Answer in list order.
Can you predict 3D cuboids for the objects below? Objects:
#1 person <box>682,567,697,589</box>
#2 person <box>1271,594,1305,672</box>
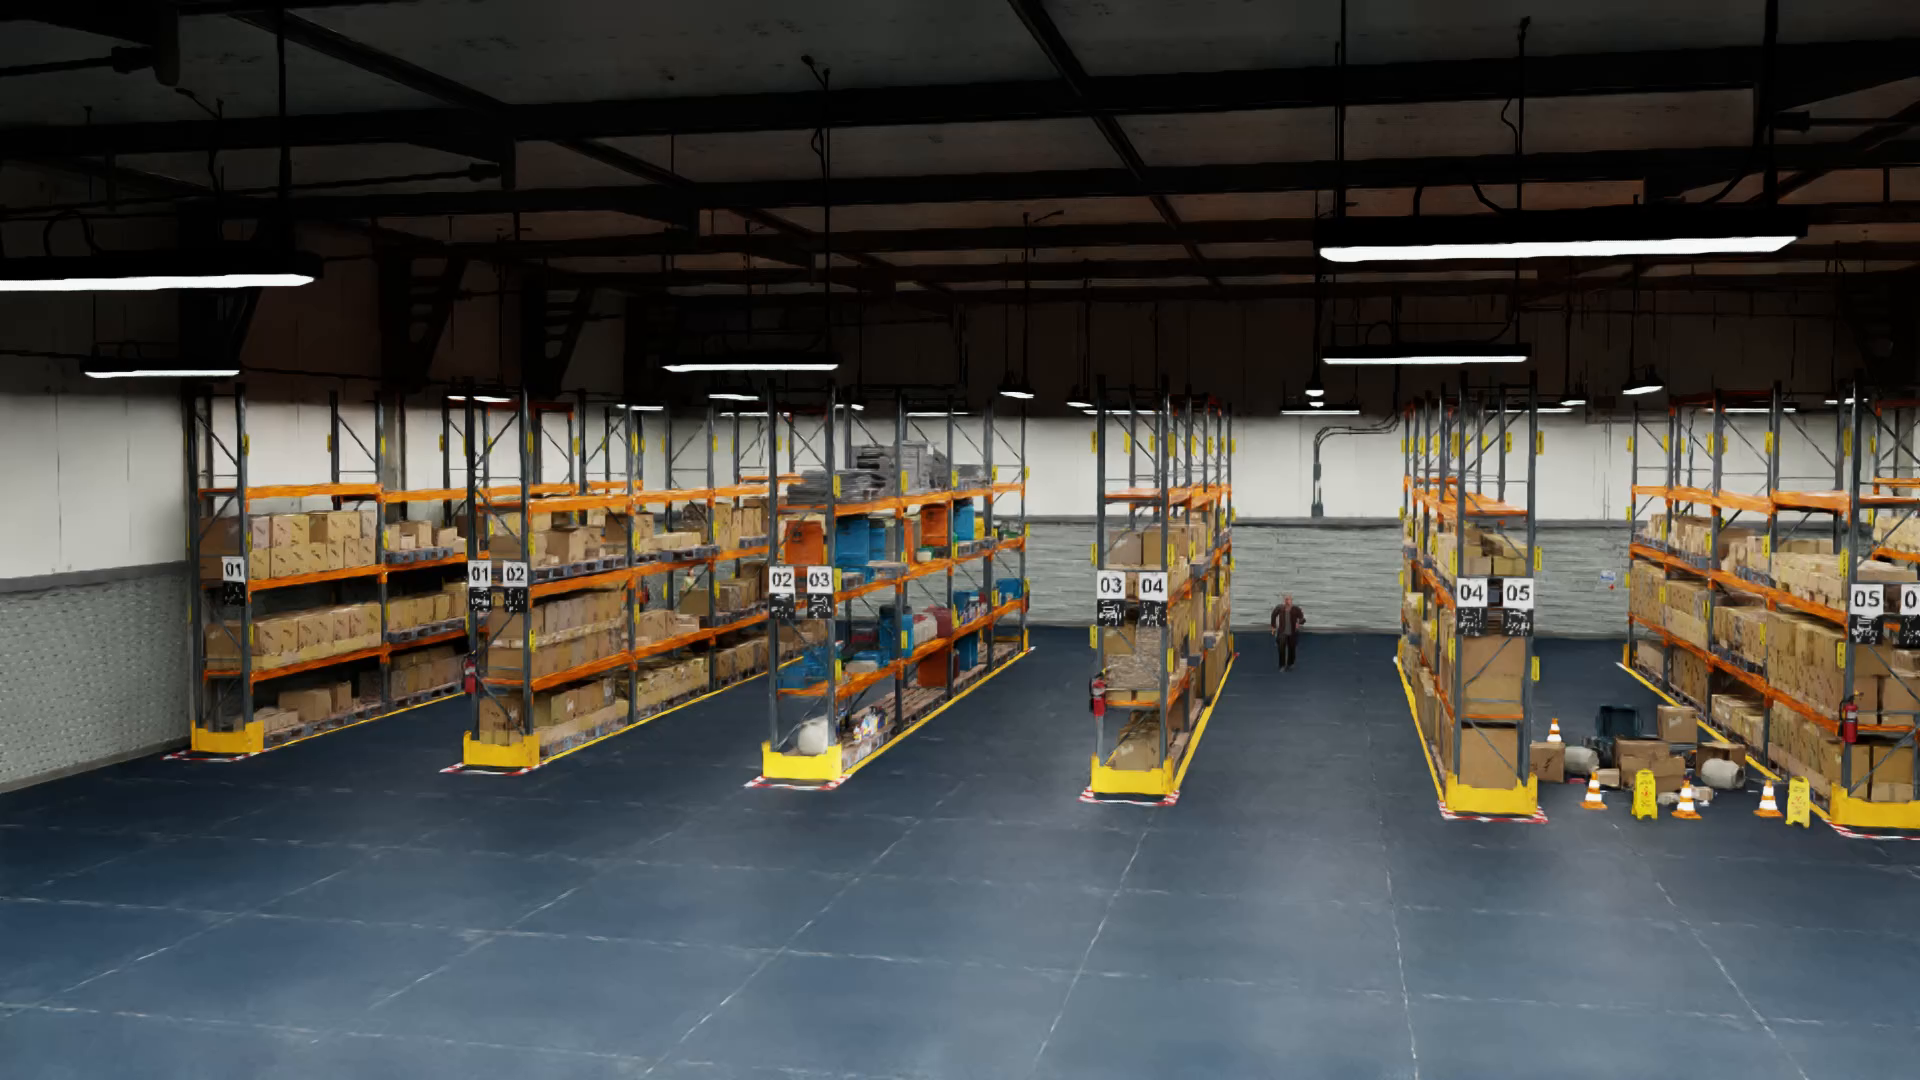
[{"bbox_3d":[-7.505,1.559,45.773,0.624,1.661,0.615,-2,4,-29],"label":"person"},{"bbox_3d":[7.246,2.040,36.779,0.733,1.709,0.930,1,3,9],"label":"person"}]
